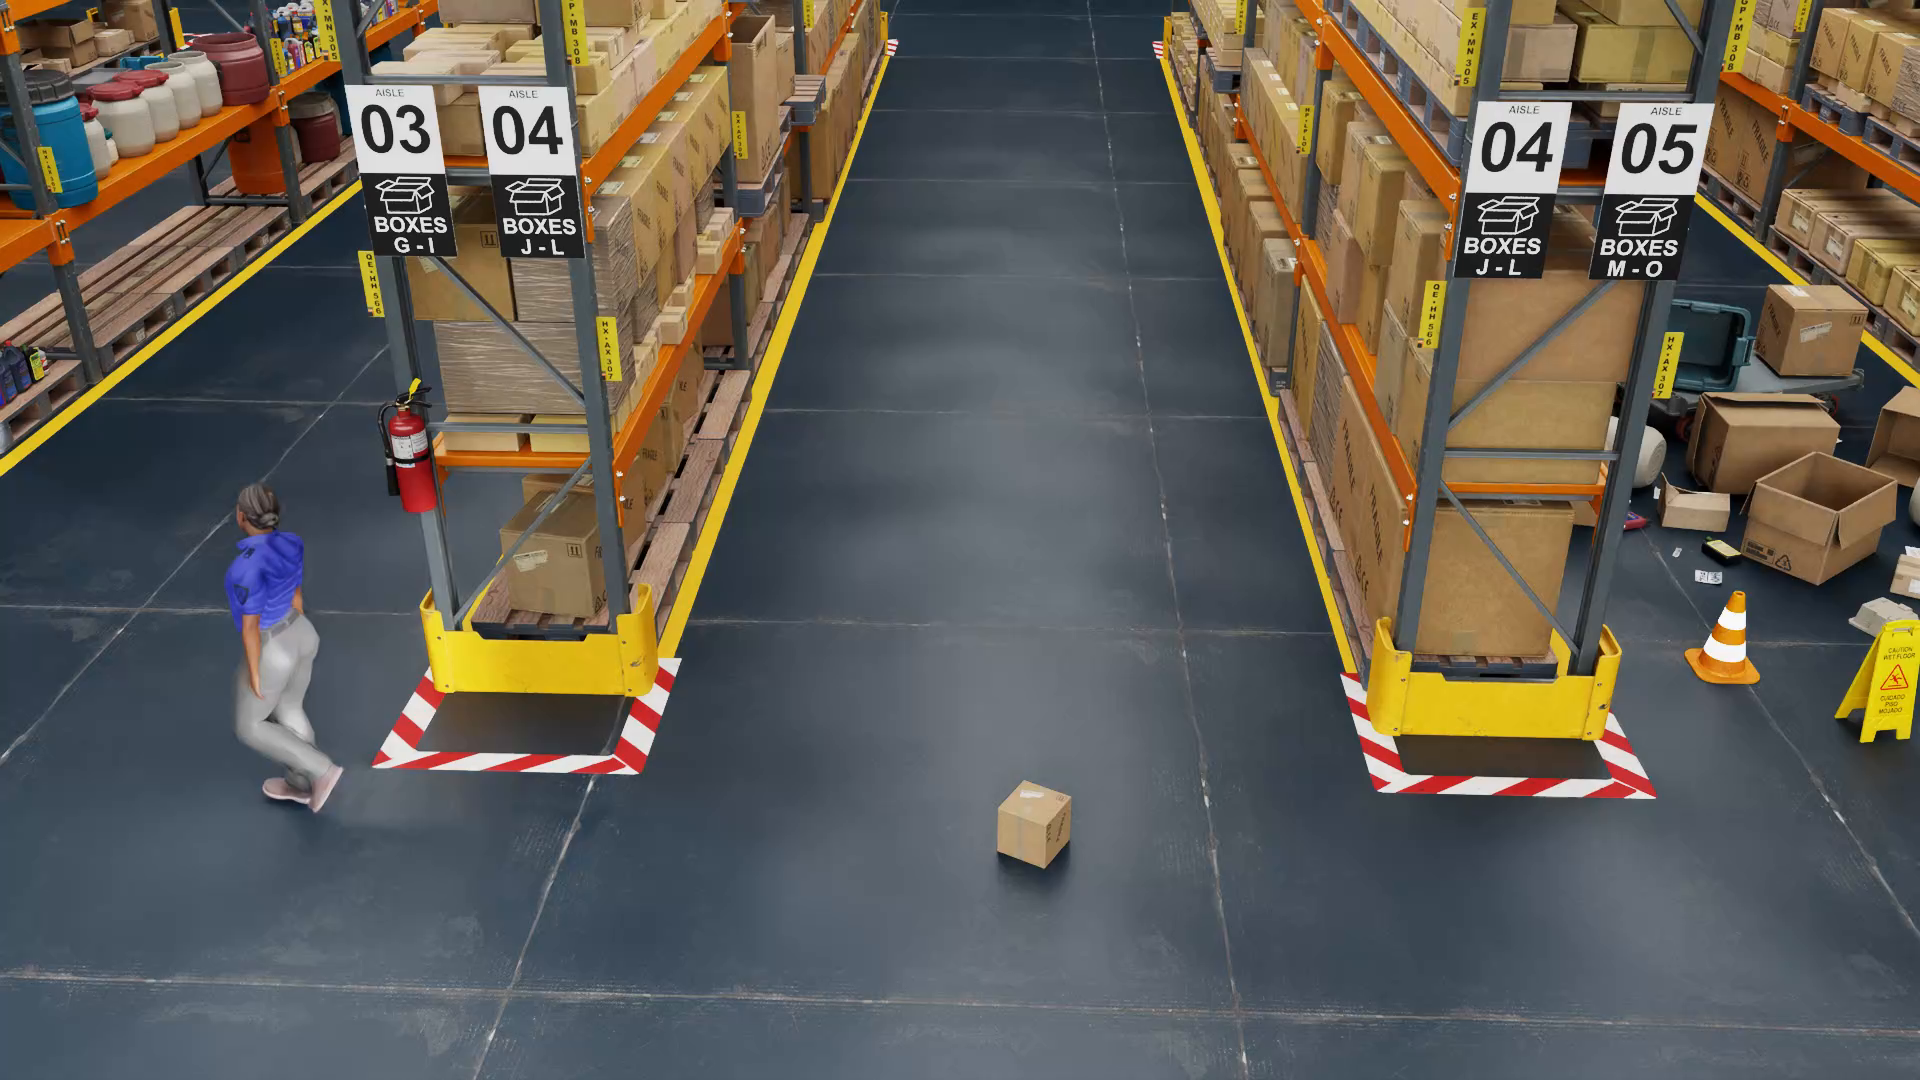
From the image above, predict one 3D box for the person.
[{"bbox_3d":[-3.273,0.503,7.681,0.421,1.665,0.486,8,29,14],"label":"person"}]
